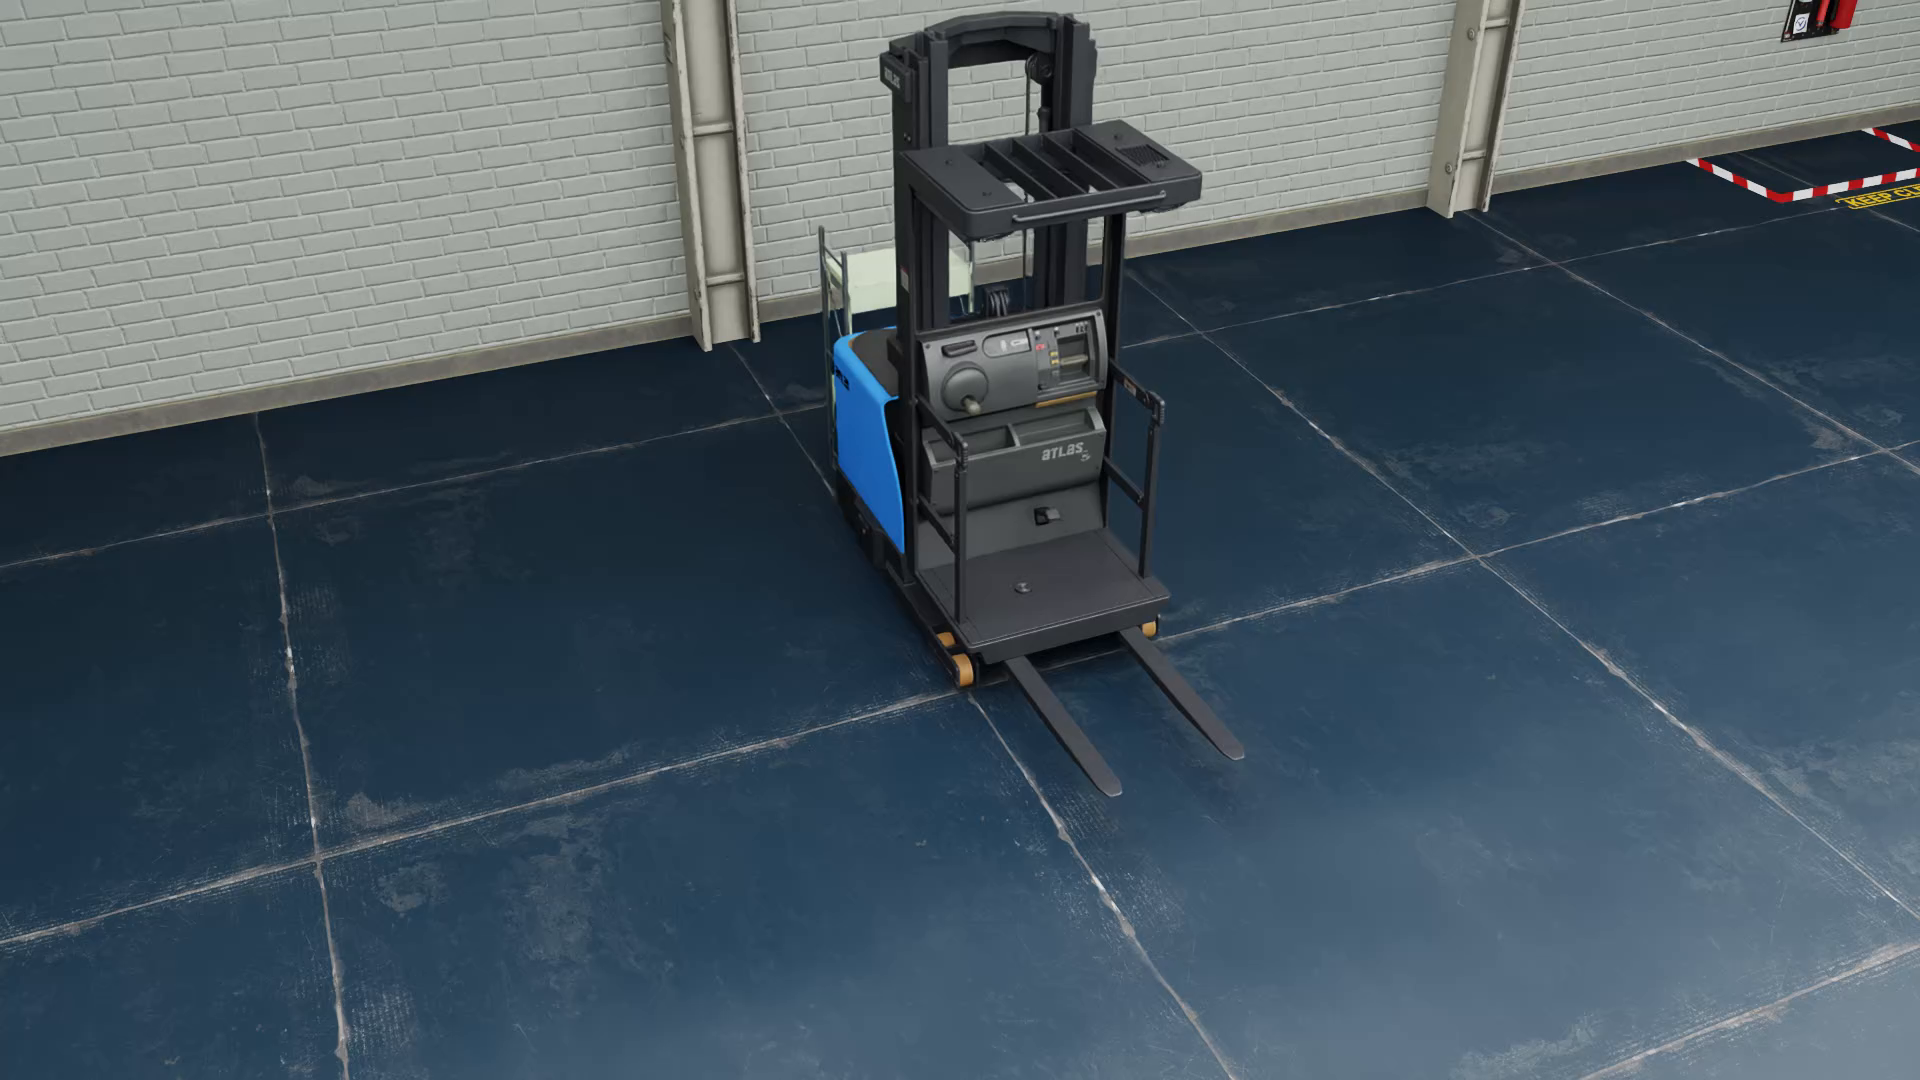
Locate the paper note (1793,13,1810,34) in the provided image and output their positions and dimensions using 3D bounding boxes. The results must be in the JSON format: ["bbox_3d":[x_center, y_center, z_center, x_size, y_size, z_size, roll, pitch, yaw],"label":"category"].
[{"bbox_3d":[6.996,-4.294,13.825,0.142,0.148,0.016,-13,35,-19],"label":"paper note"}]

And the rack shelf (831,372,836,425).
[{"bbox_3d":[-0.346,-0.787,9.600,0.720,0.370,0.431,-13,35,-19],"label":"rack shelf"}]

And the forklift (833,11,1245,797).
[{"bbox_3d":[0.352,-0.778,7.677,1.130,2.935,3.031,-13,35,-19],"label":"forklift"}]

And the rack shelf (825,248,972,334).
[{"bbox_3d":[-0.346,-1.387,9.210,0.720,0.370,0.431,-13,35,-19],"label":"rack shelf"}]

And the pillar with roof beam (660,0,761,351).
[{"bbox_3d":[0.081,-2.985,5.504,0.400,9.000,9.100,-13,35,-19],"label":"pillar with roof beam"}]

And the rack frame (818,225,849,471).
[{"bbox_3d":[-0.682,-0.982,9.302,0.023,1.500,0.400,-13,35,-19],"label":"rack frame"}]

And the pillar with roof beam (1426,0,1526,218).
[{"bbox_3d":[5.613,-4.252,7.451,0.400,9.000,9.100,-13,35,-19],"label":"pillar with roof beam"}]

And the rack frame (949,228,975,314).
[{"bbox_3d":[-0.009,-1.139,9.543,0.023,1.500,0.400,-13,35,-19],"label":"rack frame"}]

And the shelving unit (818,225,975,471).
[{"bbox_3d":[-0.346,-1.060,9.422,0.755,1.500,0.431,-13,35,-19],"label":"shelving unit"}]

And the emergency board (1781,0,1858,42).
[{"bbox_3d":[7.185,-4.666,13.589,0.643,1.169,0.194,-13,35,-19],"label":"emergency board"}]
